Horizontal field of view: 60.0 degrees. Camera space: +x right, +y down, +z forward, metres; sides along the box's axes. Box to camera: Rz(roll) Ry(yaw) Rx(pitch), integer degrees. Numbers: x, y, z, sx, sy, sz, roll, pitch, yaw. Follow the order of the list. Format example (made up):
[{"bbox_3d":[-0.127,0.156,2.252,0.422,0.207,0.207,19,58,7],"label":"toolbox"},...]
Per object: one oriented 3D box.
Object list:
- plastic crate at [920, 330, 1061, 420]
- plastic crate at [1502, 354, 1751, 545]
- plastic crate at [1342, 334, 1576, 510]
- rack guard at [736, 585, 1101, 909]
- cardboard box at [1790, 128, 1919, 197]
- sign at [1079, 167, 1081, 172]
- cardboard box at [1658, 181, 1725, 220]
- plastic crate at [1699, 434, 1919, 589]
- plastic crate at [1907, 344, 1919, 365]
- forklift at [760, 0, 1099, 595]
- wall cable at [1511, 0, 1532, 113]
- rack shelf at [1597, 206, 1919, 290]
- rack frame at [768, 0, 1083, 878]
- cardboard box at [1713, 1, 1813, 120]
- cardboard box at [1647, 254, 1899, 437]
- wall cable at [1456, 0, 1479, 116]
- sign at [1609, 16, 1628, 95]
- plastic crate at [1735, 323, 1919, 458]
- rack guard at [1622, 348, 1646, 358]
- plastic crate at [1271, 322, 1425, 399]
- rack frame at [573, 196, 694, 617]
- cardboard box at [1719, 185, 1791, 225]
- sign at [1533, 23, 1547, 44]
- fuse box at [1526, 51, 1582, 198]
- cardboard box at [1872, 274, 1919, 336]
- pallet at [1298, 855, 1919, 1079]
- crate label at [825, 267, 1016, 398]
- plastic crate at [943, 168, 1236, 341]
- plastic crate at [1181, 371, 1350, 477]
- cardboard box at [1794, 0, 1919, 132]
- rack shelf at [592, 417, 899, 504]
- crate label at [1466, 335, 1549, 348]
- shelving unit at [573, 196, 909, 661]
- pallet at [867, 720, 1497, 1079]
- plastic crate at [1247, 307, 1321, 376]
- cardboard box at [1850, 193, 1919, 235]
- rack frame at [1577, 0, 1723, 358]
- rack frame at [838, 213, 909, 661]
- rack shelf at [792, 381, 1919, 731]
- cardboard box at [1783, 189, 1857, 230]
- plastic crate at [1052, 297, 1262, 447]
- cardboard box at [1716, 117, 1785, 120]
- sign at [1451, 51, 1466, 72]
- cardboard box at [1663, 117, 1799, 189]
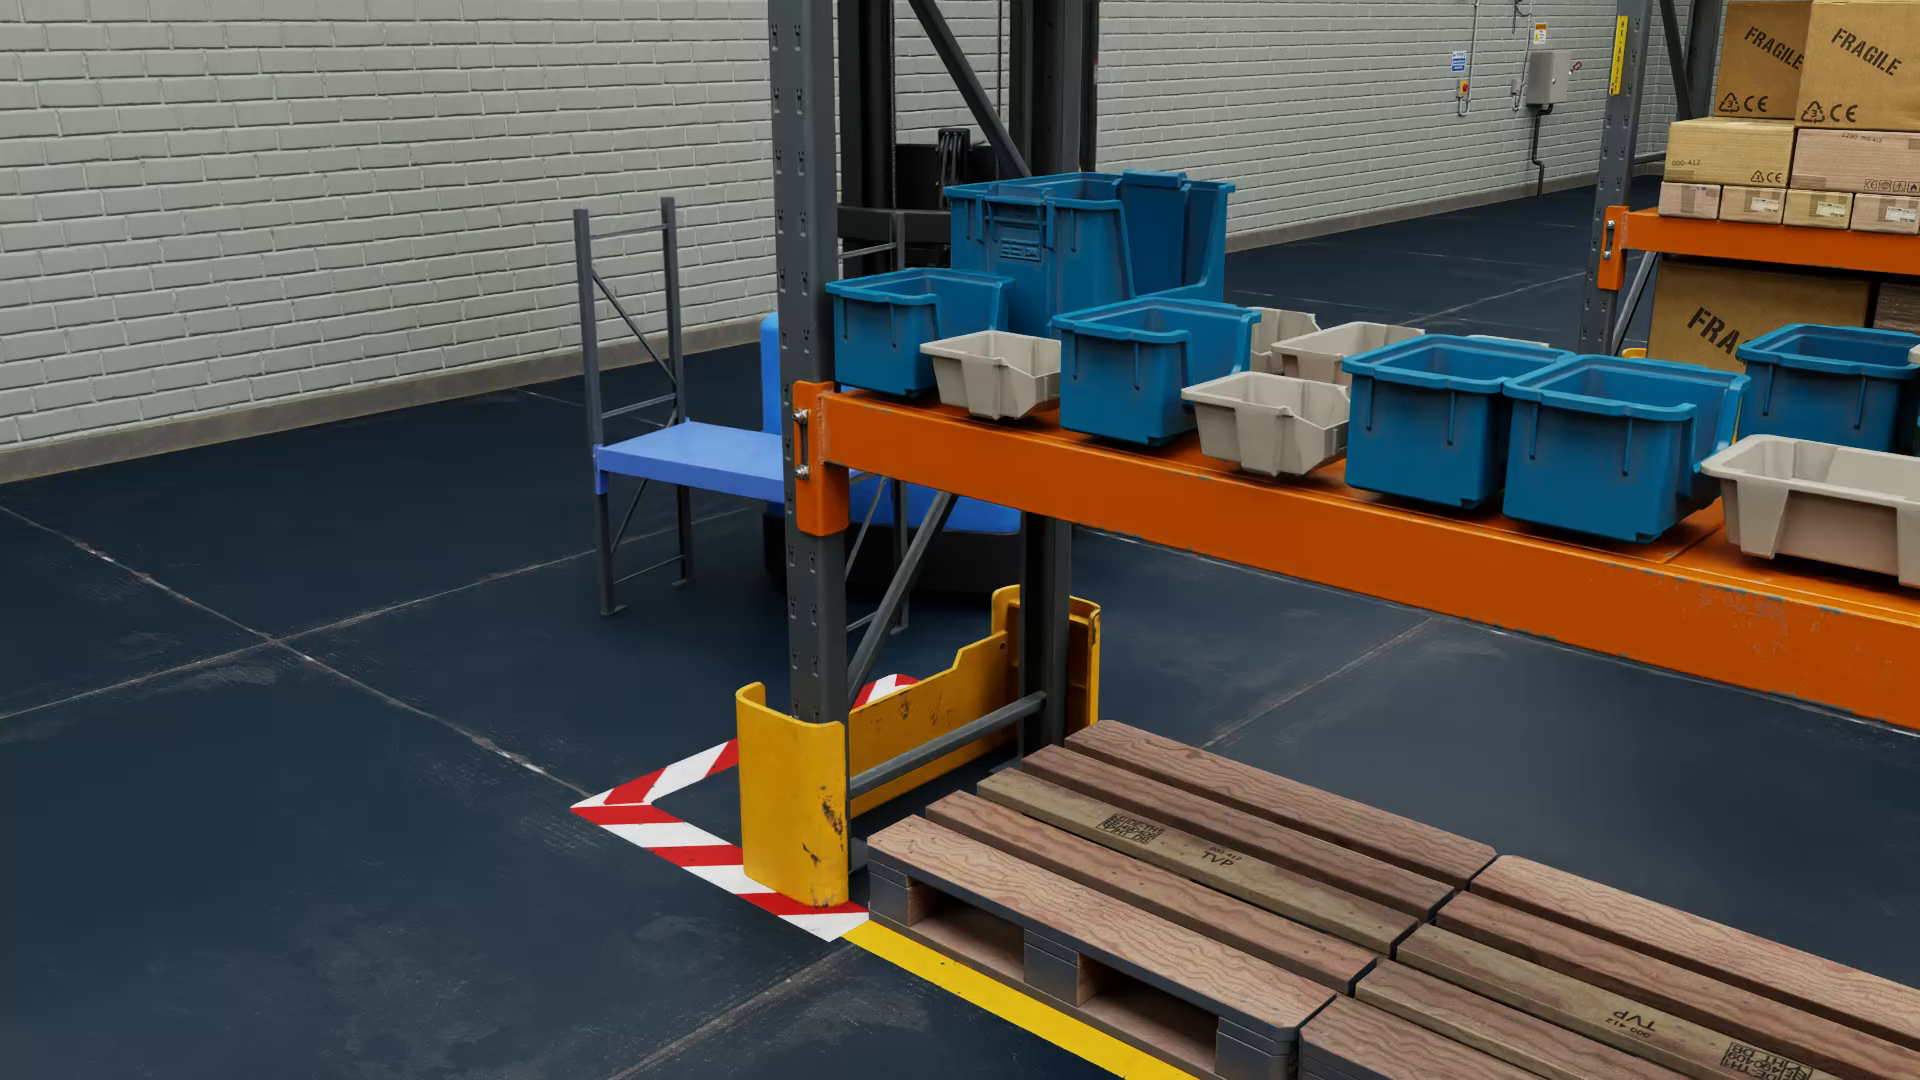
[{"bbox_3d":[0.097,-0.353,3.603,0.298,0.136,0.250,15,23,39],"label":"plastic crate"},{"bbox_3d":[1.121,-0.158,2.828,0.300,0.233,0.416,15,23,39],"label":"plastic crate"},{"bbox_3d":[0.897,-0.218,3.018,0.300,0.233,0.416,15,23,39],"label":"plastic crate"},{"bbox_3d":[-0.081,0.532,4.609,0.348,0.500,1.175,15,23,39],"label":"rack guard"},{"bbox_3d":[3.807,-1.588,6.914,0.500,0.250,0.500,15,23,39],"label":"cardboard box"},{"bbox_3d":[0.299,-0.863,4.603,0.005,0.325,0.100,15,23,39],"label":"sign"},{"bbox_3d":[3.280,-1.513,7.334,0.250,0.149,0.380,15,23,40],"label":"cardboard box"},{"bbox_3d":[1.436,-0.039,2.613,0.466,0.136,0.293,15,23,39],"label":"plastic crate"},{"bbox_3d":[1.918,-0.175,2.801,0.530,0.282,0.437,15,23,39],"label":"plastic crate"},{"bbox_3d":[0.093,-1.598,7.300,1.130,2.935,3.031,4,18,14],"label":"forklift"},{"bbox_3d":[6.511,-5.955,19.237,0.122,1.984,0.588,15,23,39],"label":"wall cable"},{"bbox_3d":[4.730,-1.034,6.600,4.000,0.370,1.077,15,23,39],"label":"rack shelf"},{"bbox_3d":[-0.054,-0.658,4.225,0.127,3.000,1.000,15,23,39],"label":"rack frame"},{"bbox_3d":[3.773,-2.168,7.500,0.500,0.500,0.500,15,23,40],"label":"cardboard box"},{"bbox_3d":[3.765,-0.855,7.666,0.875,0.875,0.875,15,23,39],"label":"cardboard box"},{"bbox_3d":[5.579,-5.646,18.213,0.123,1.953,0.585,15,23,39],"label":"wall cable"},{"bbox_3d":[2.861,-2.104,7.221,0.005,0.325,0.100,15,23,39],"label":"sign"},{"bbox_3d":[1.652,-0.252,3.125,0.300,0.233,0.416,15,23,39],"label":"plastic crate"},{"bbox_3d":[3.216,-0.592,8.149,0.348,0.500,1.175,15,23,39],"label":"rack guard"},{"bbox_3d":[0.883,-0.376,3.676,0.243,0.136,0.396,15,23,39],"label":"plastic crate"},{"bbox_3d":[-1.200,-0.494,6.189,0.032,1.500,0.500,10,20,30],"label":"rack frame"},{"bbox_3d":[3.473,-1.461,7.173,0.250,0.149,0.380,15,23,38],"label":"cardboard box"},{"bbox_3d":[6.891,-6.016,19.744,0.001,0.242,0.339,15,23,39],"label":"sign"},{"bbox_3d":[7.082,-4.979,19.972,0.414,1.711,0.539,15,23,39],"label":"fuse box"},{"bbox_3d":[4.446,-0.673,7.090,0.875,0.875,0.875,15,23,39],"label":"cardboard box"},{"bbox_3d":[1.445,1.091,3.326,1.213,0.211,1.003,15,23,39],"label":"pallet"},{"bbox_3d":[-0.088,-0.482,3.851,0.303,0.233,0.416,15,23,39],"label":"crate label"},{"bbox_3d":[0.320,-0.678,4.132,0.499,0.435,0.616,15,23,39],"label":"plastic crate"},{"bbox_3d":[0.605,-0.217,3.174,0.298,0.136,0.250,15,23,39],"label":"plastic crate"},{"bbox_3d":[3.787,-1.948,6.808,0.500,0.500,0.500,14,23,38],"label":"cardboard box"},{"bbox_3d":[-0.766,-0.243,5.992,1.000,0.185,0.538,10,20,30],"label":"rack shelf"},{"bbox_3d":[1.108,-0.326,3.517,0.243,0.136,0.396,15,23,39],"label":"crate label"},{"bbox_3d":[-0.766,-0.414,5.937,1.048,1.500,0.538,10,20,30],"label":"shelving unit"},{"bbox_3d":[0.537,0.846,4.098,1.213,0.211,1.003,15,23,39],"label":"pallet"},{"bbox_3d":[0.676,-0.438,3.869,0.243,0.136,0.396,15,23,39],"label":"plastic crate"},{"bbox_3d":[3.861,-1.358,6.847,0.250,0.149,0.380,15,23,38],"label":"cardboard box"},{"bbox_3d":[3.234,-1.778,7.756,0.127,3.000,1.000,15,23,39],"label":"rack frame"},{"bbox_3d":[-0.332,-0.334,5.685,0.032,1.500,0.500,10,20,30],"label":"rack frame"},{"bbox_3d":[1.442,0.087,3.069,4.000,0.370,1.077,15,23,39],"label":"rack shelf"},{"bbox_3d":[3.665,-1.410,7.011,0.250,0.149,0.380,14,23,38],"label":"cardboard box"},{"bbox_3d":[0.405,-0.350,3.434,0.300,0.233,0.416,15,23,39],"label":"plastic crate"},{"bbox_3d":[3.772,-1.811,7.616,0.500,0.250,0.500,15,23,38],"label":"cardboard box"},{"bbox_3d":[5.501,-5.277,18.335,0.001,0.218,0.327,15,23,39],"label":"sign"},{"bbox_3d":[3.413,-1.691,7.238,0.500,0.250,0.500,14,23,38],"label":"cardboard box"}]
